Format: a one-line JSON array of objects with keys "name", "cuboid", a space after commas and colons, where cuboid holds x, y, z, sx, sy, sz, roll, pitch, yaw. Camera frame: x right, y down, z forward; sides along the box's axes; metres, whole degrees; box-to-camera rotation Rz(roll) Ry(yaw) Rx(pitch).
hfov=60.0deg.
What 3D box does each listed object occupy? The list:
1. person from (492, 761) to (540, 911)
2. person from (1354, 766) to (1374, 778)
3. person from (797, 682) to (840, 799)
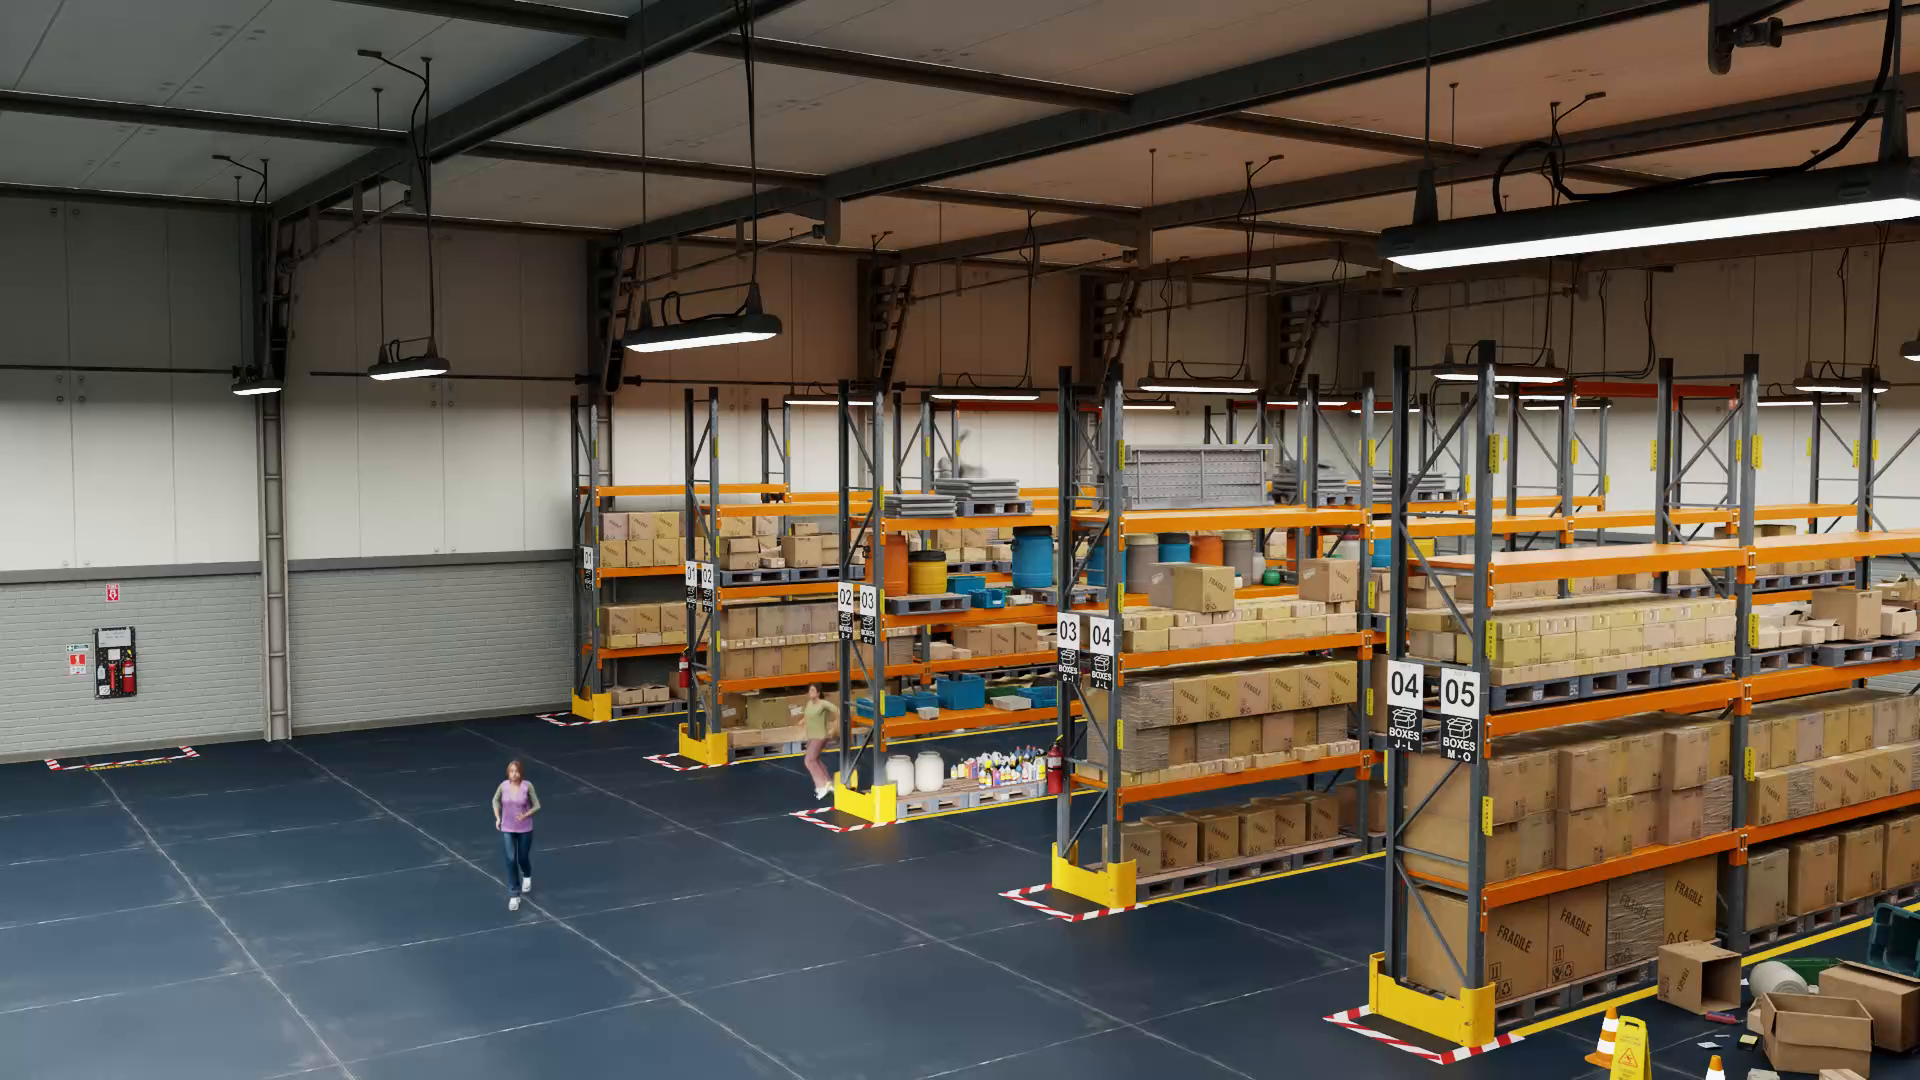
[{"name": "person", "cuboid": [-4.951, 3.250, 18.553, 0.539, 1.606, 0.752, 0, 3, -8]}, {"name": "person", "cuboid": [5.705, 2.915, 23.513, 0.726, 1.740, 0.590, -3, 4, -36]}, {"name": "person", "cuboid": [-2.066, 2.893, 24.016, 0.646, 1.676, 0.593, -3, 5, -45]}]
